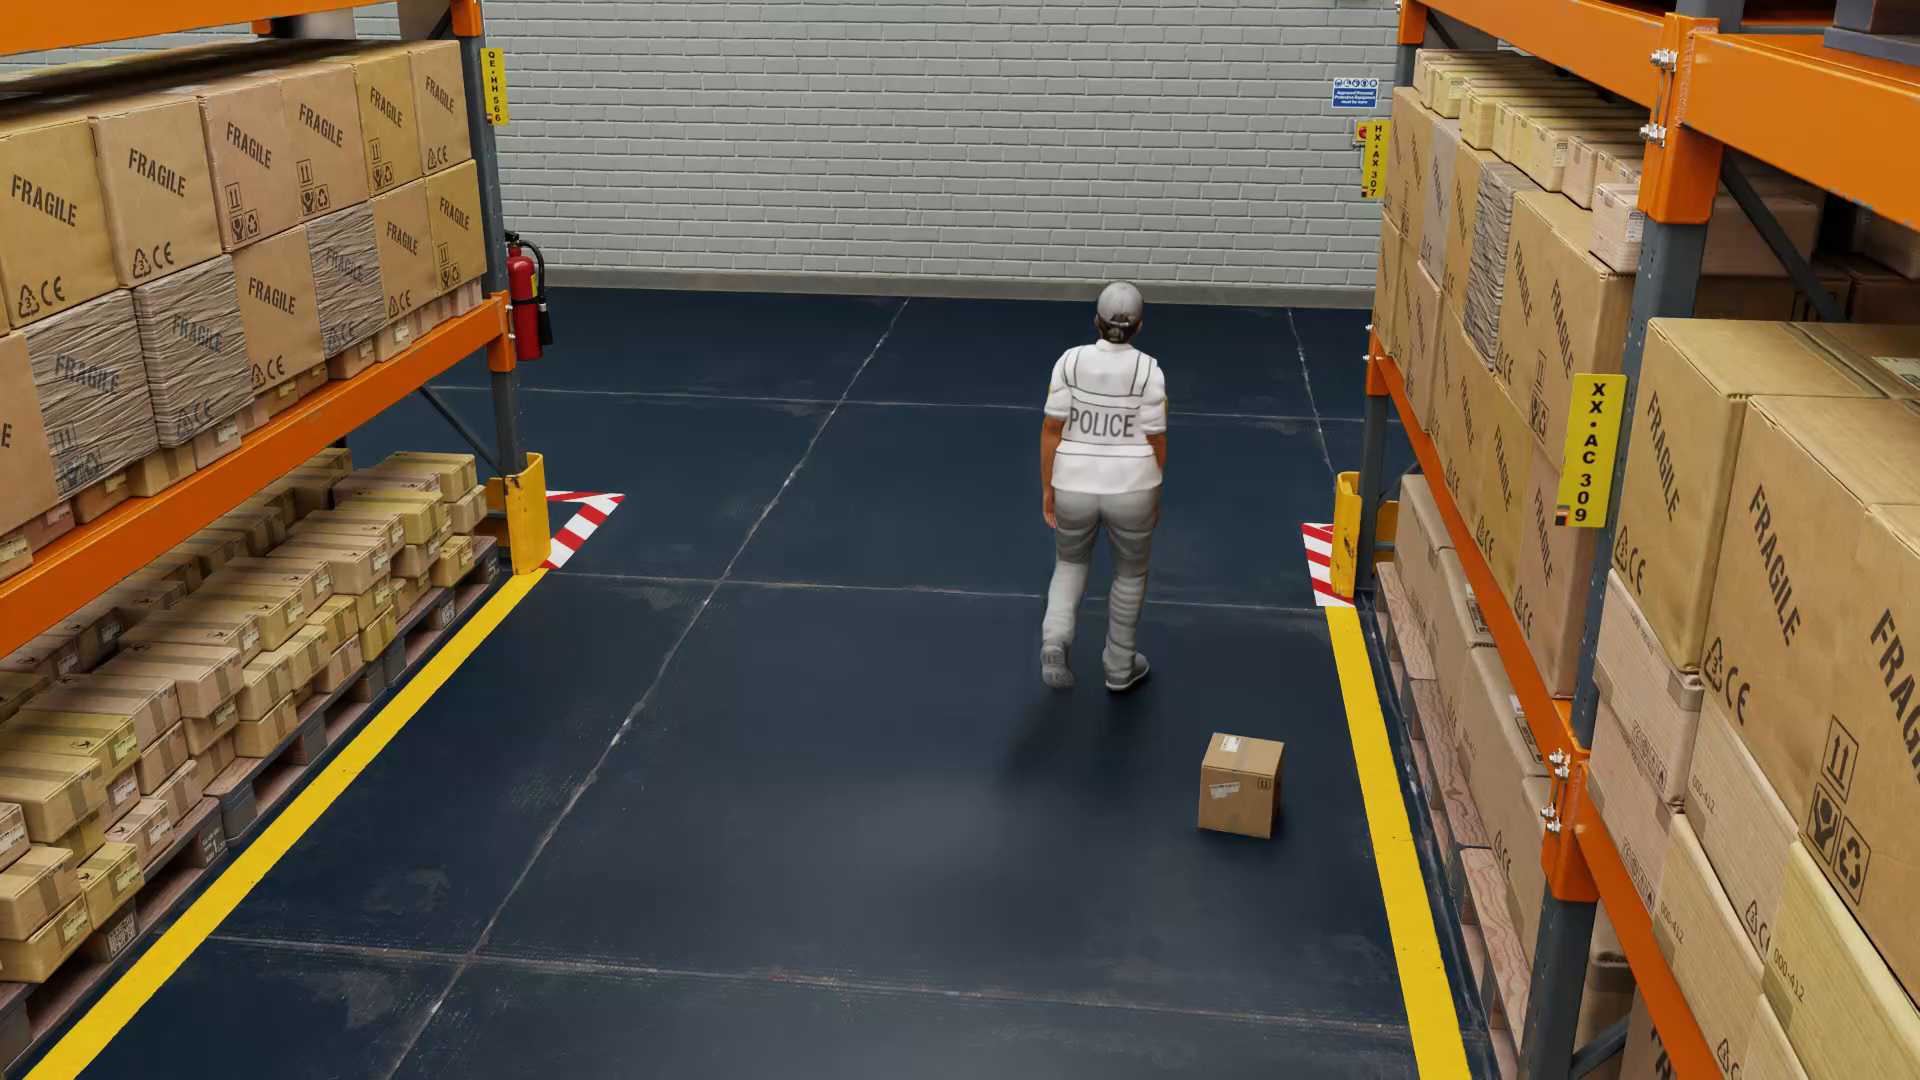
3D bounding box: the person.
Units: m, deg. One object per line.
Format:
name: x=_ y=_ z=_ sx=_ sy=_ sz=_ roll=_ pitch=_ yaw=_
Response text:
person: x=0.547 y=-0.175 z=6.487 sx=0.481 sy=1.648 sz=0.515 roll=7 pitch=22 yaw=17
